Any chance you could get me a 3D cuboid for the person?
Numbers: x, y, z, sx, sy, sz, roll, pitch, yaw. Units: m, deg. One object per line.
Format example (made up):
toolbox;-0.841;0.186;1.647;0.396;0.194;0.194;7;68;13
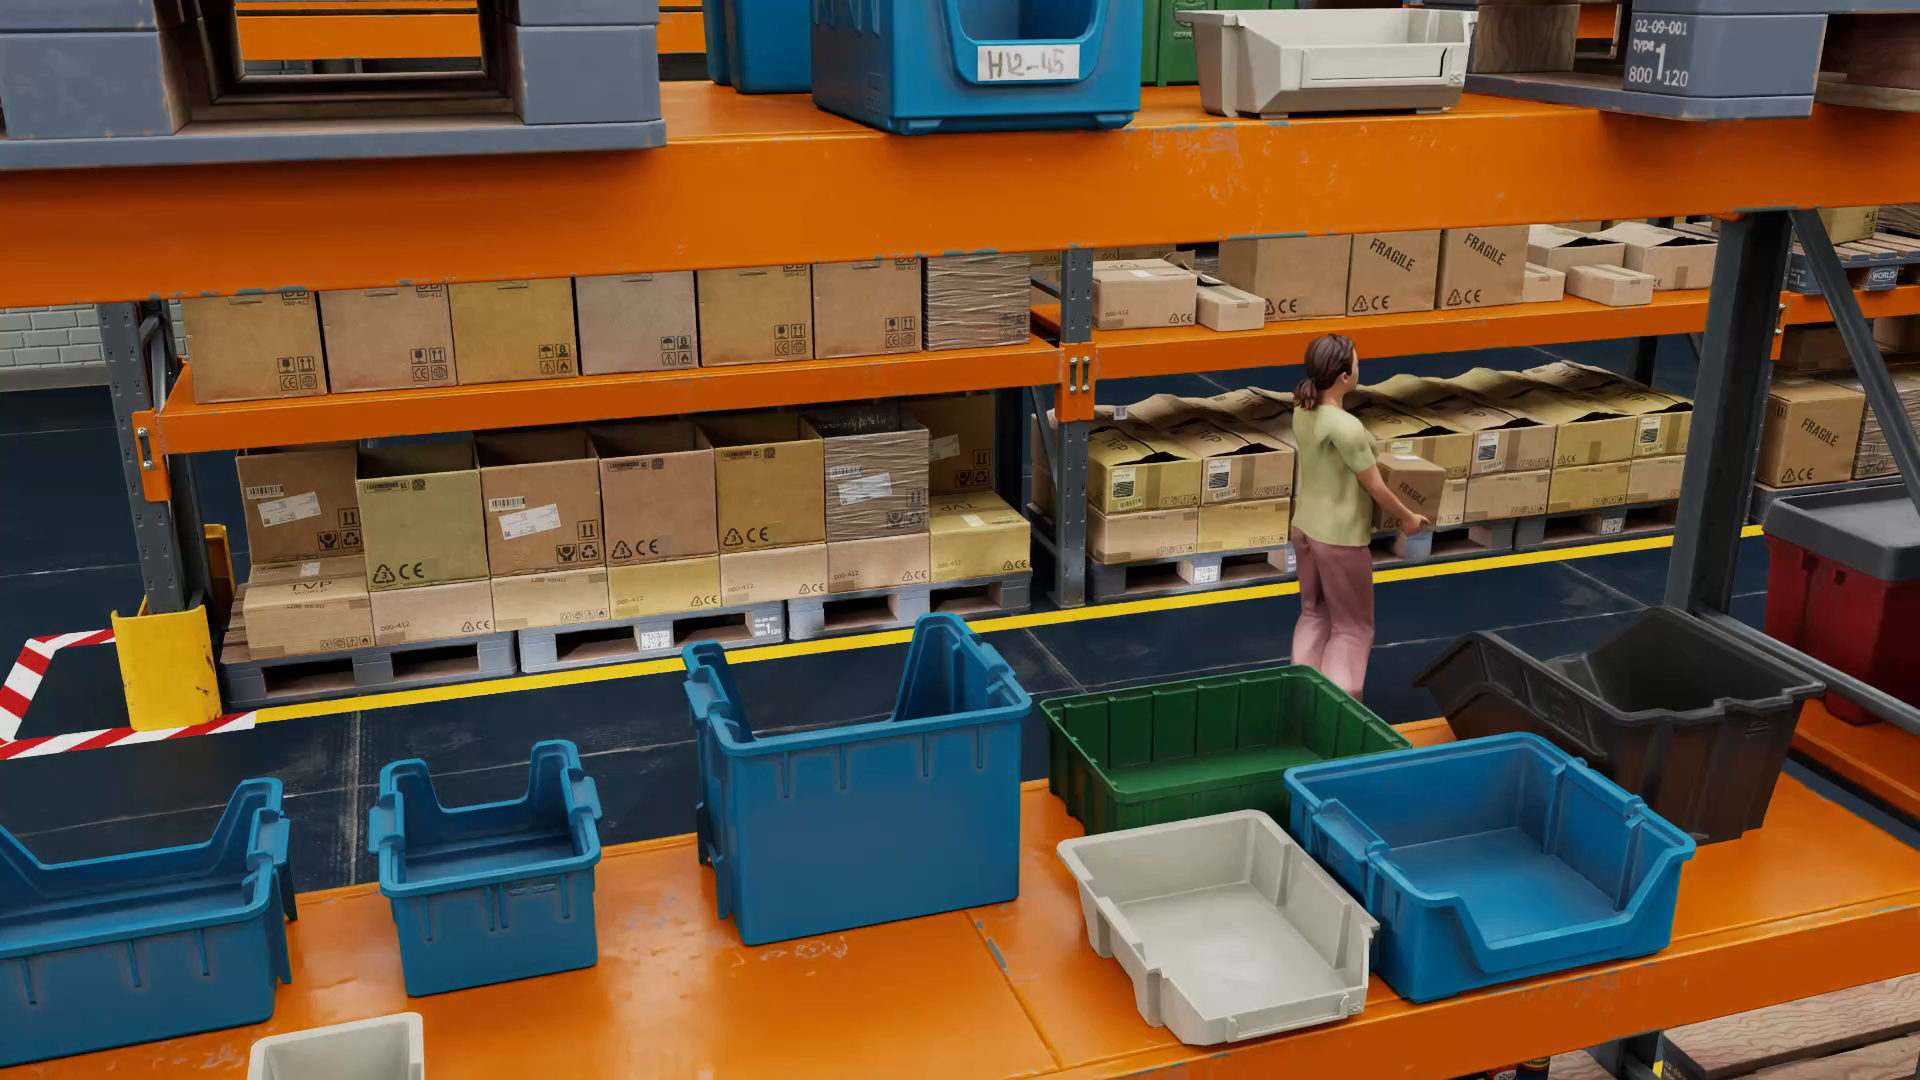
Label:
person;1.538;-0.002;6.595;0.556;1.665;0.425;-6;20;-16
